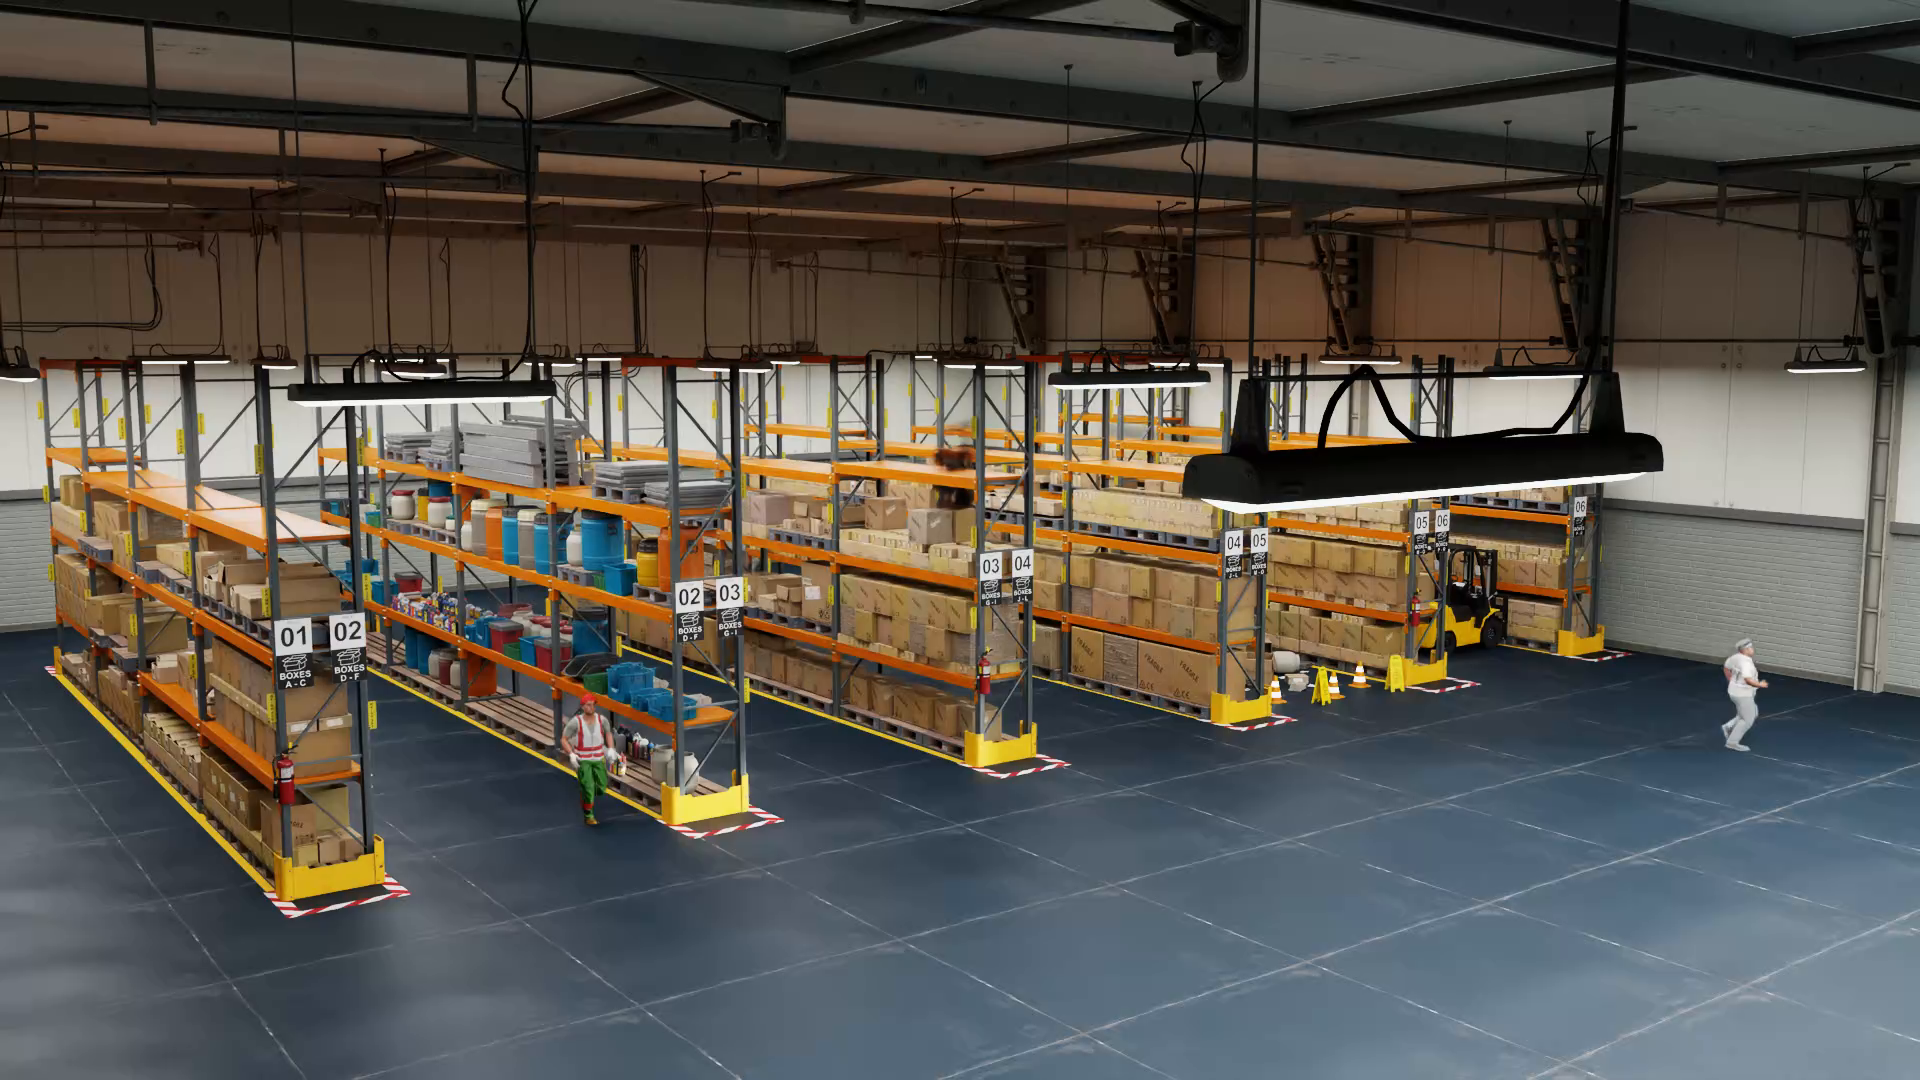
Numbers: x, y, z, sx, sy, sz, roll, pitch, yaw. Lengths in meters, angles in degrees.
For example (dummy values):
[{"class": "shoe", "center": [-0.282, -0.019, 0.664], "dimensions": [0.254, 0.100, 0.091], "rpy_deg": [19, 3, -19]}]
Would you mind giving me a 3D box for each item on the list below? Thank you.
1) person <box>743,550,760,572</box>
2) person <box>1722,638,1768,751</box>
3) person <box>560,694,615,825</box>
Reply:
[{"class": "person", "center": [-5.156, 0.531, 41.613], "dimensions": [0.541, 1.573, 0.864], "rpy_deg": [6, 9, 41]}, {"class": "person", "center": [12.172, 2.377, 25.723], "dimensions": [0.553, 1.754, 0.716], "rpy_deg": [1, 7, 7]}, {"class": "person", "center": [-4.894, 2.857, 21.824], "dimensions": [0.696, 1.724, 0.642], "rpy_deg": [-5, 8, -34]}]
